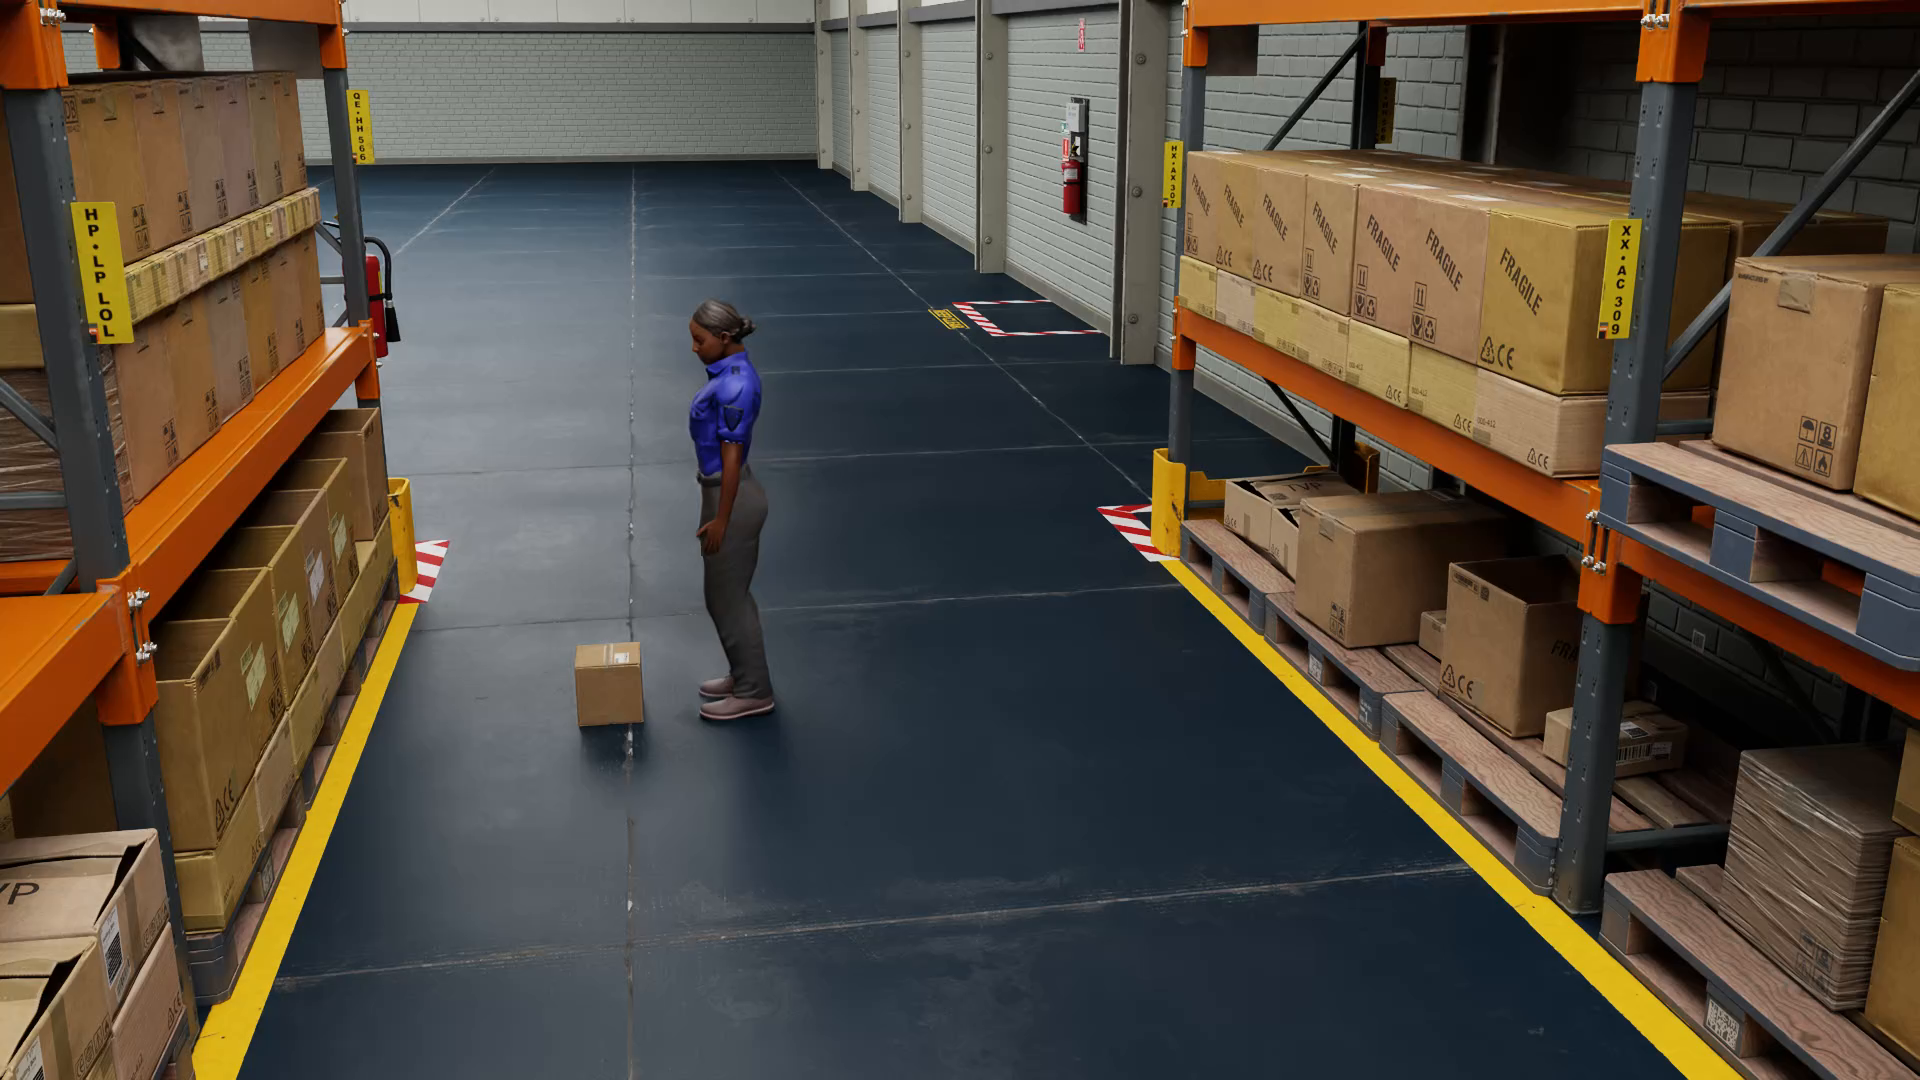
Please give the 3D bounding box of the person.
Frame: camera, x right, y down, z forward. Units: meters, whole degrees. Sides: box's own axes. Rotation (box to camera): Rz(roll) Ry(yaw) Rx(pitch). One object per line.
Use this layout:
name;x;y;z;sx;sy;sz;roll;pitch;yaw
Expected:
person;-0.899;-0.117;6.468;0.300;1.653;0.440;-3;17;-9
